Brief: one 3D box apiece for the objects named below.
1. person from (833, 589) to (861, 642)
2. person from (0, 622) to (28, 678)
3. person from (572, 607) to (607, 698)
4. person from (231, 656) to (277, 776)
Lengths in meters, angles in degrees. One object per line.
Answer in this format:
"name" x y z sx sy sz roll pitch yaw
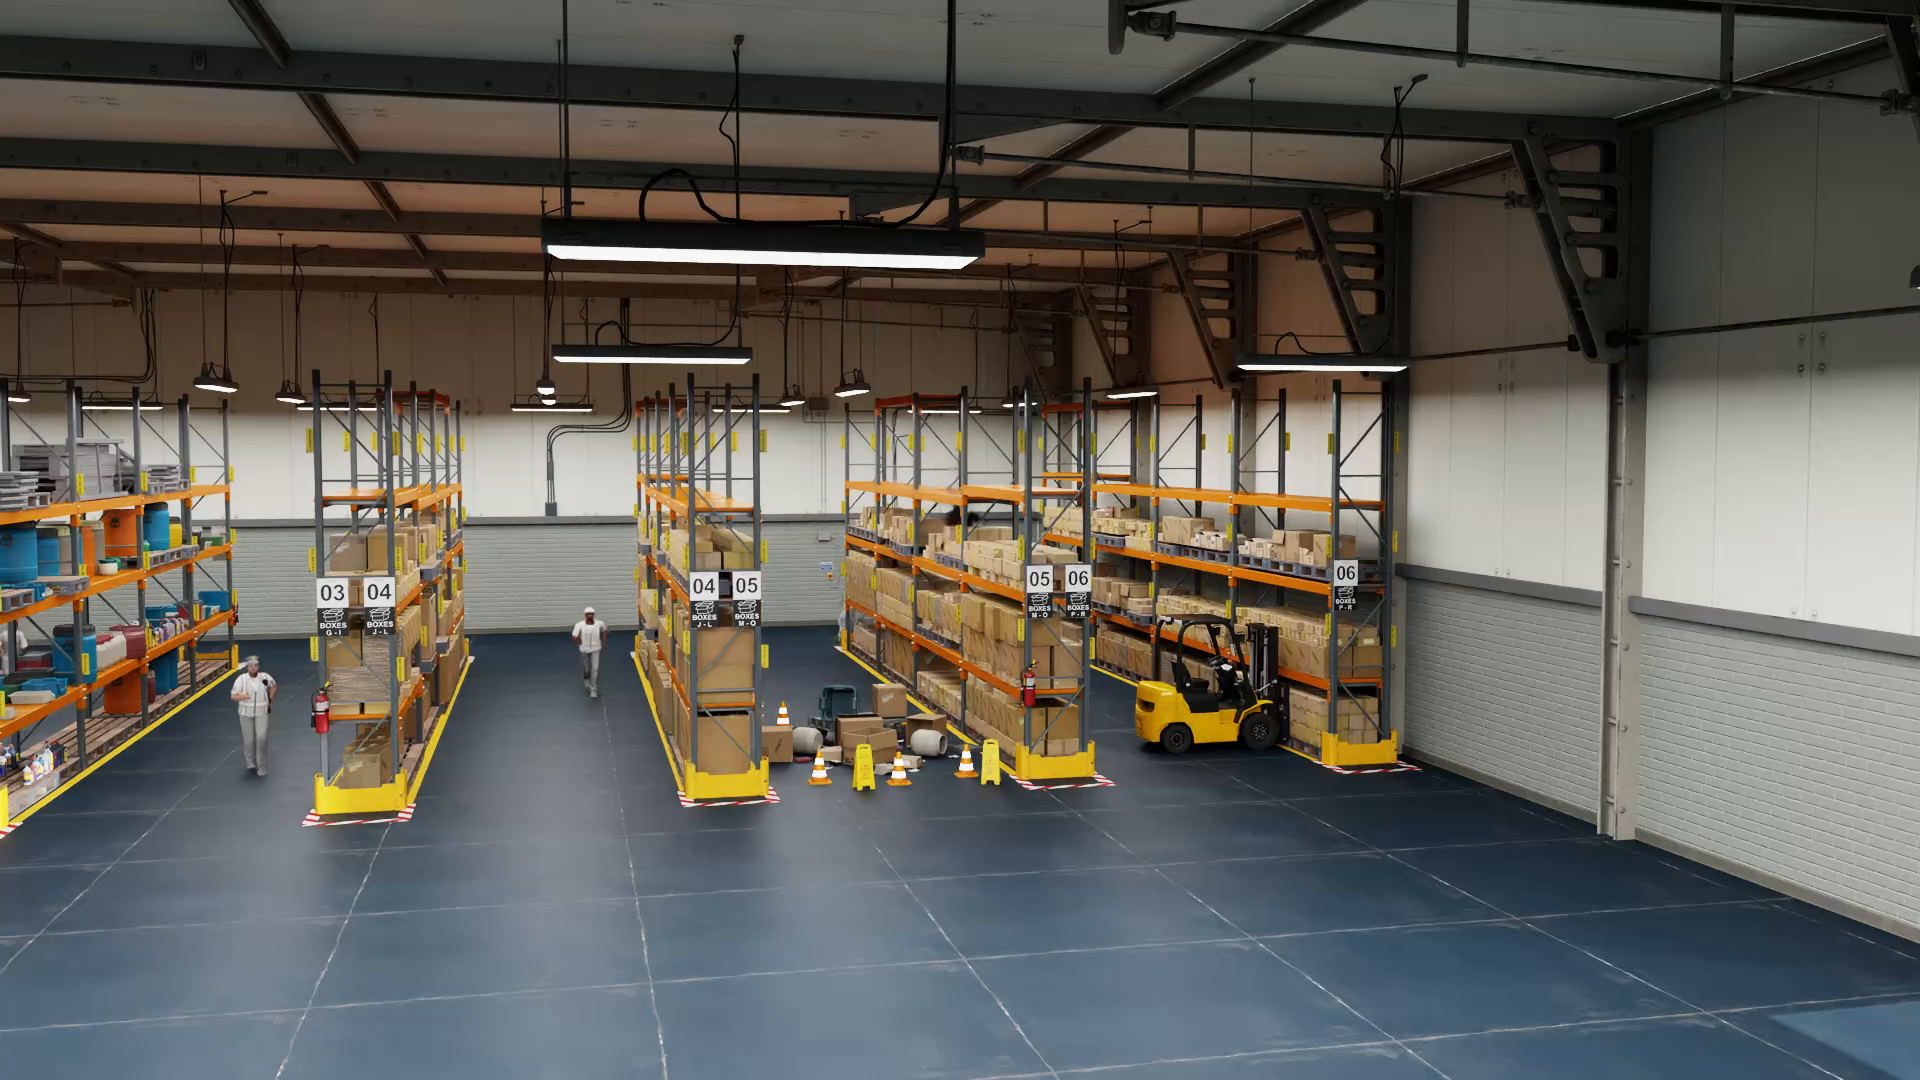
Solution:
"person" -2.820 1.687 41.733 0.863 1.779 0.732 1 3 14
"person" -18.332 2.336 32.182 0.533 1.629 0.821 -1 4 -24
"person" -7.352 2.210 33.059 0.700 1.772 0.963 -1 3 -16
"person" -10.711 2.667 25.254 0.651 1.843 0.740 -2 4 -25
